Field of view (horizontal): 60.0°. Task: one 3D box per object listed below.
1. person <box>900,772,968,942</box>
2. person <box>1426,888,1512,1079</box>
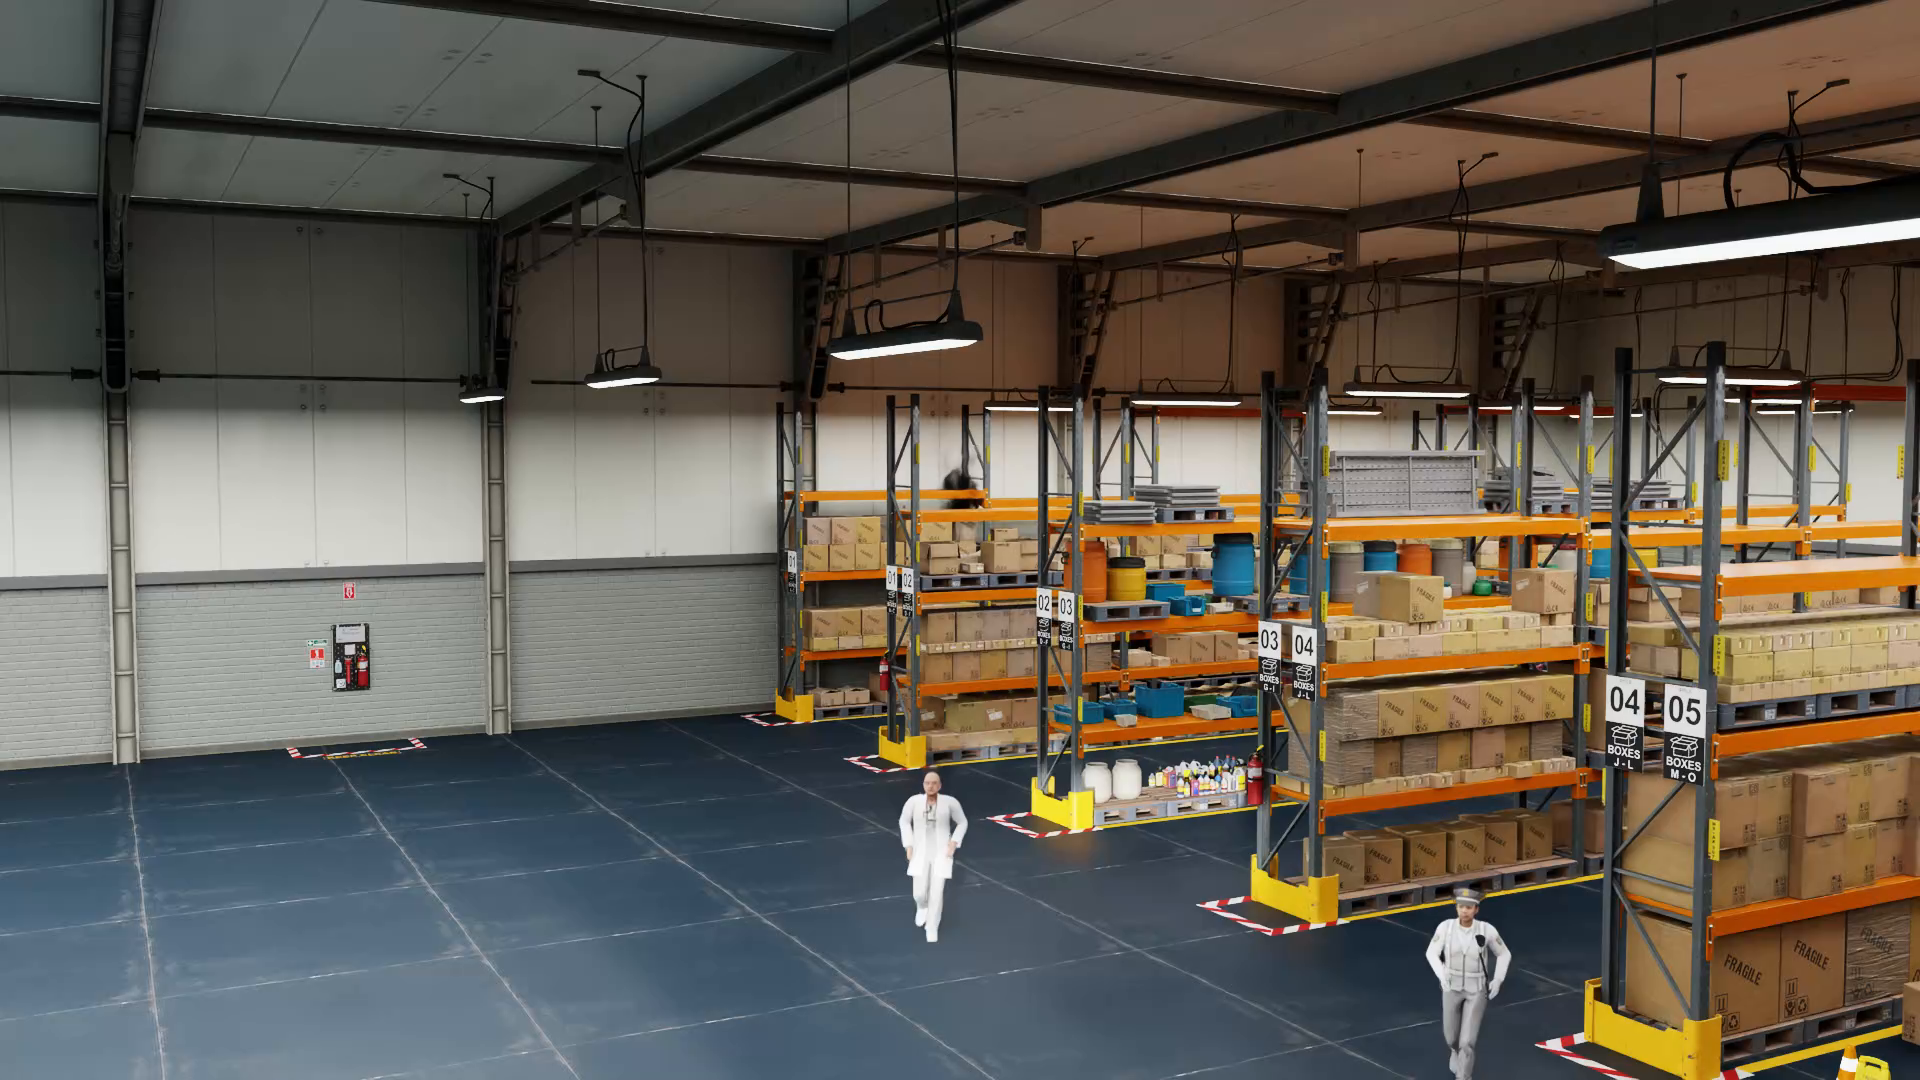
[{"bbox_3d":[-0.277,3.327,17.518,0.730,1.706,0.634,0,3,3],"label":"person"},{"bbox_3d":[4.044,3.581,13.245,0.643,1.694,0.738,1,4,25],"label":"person"}]
